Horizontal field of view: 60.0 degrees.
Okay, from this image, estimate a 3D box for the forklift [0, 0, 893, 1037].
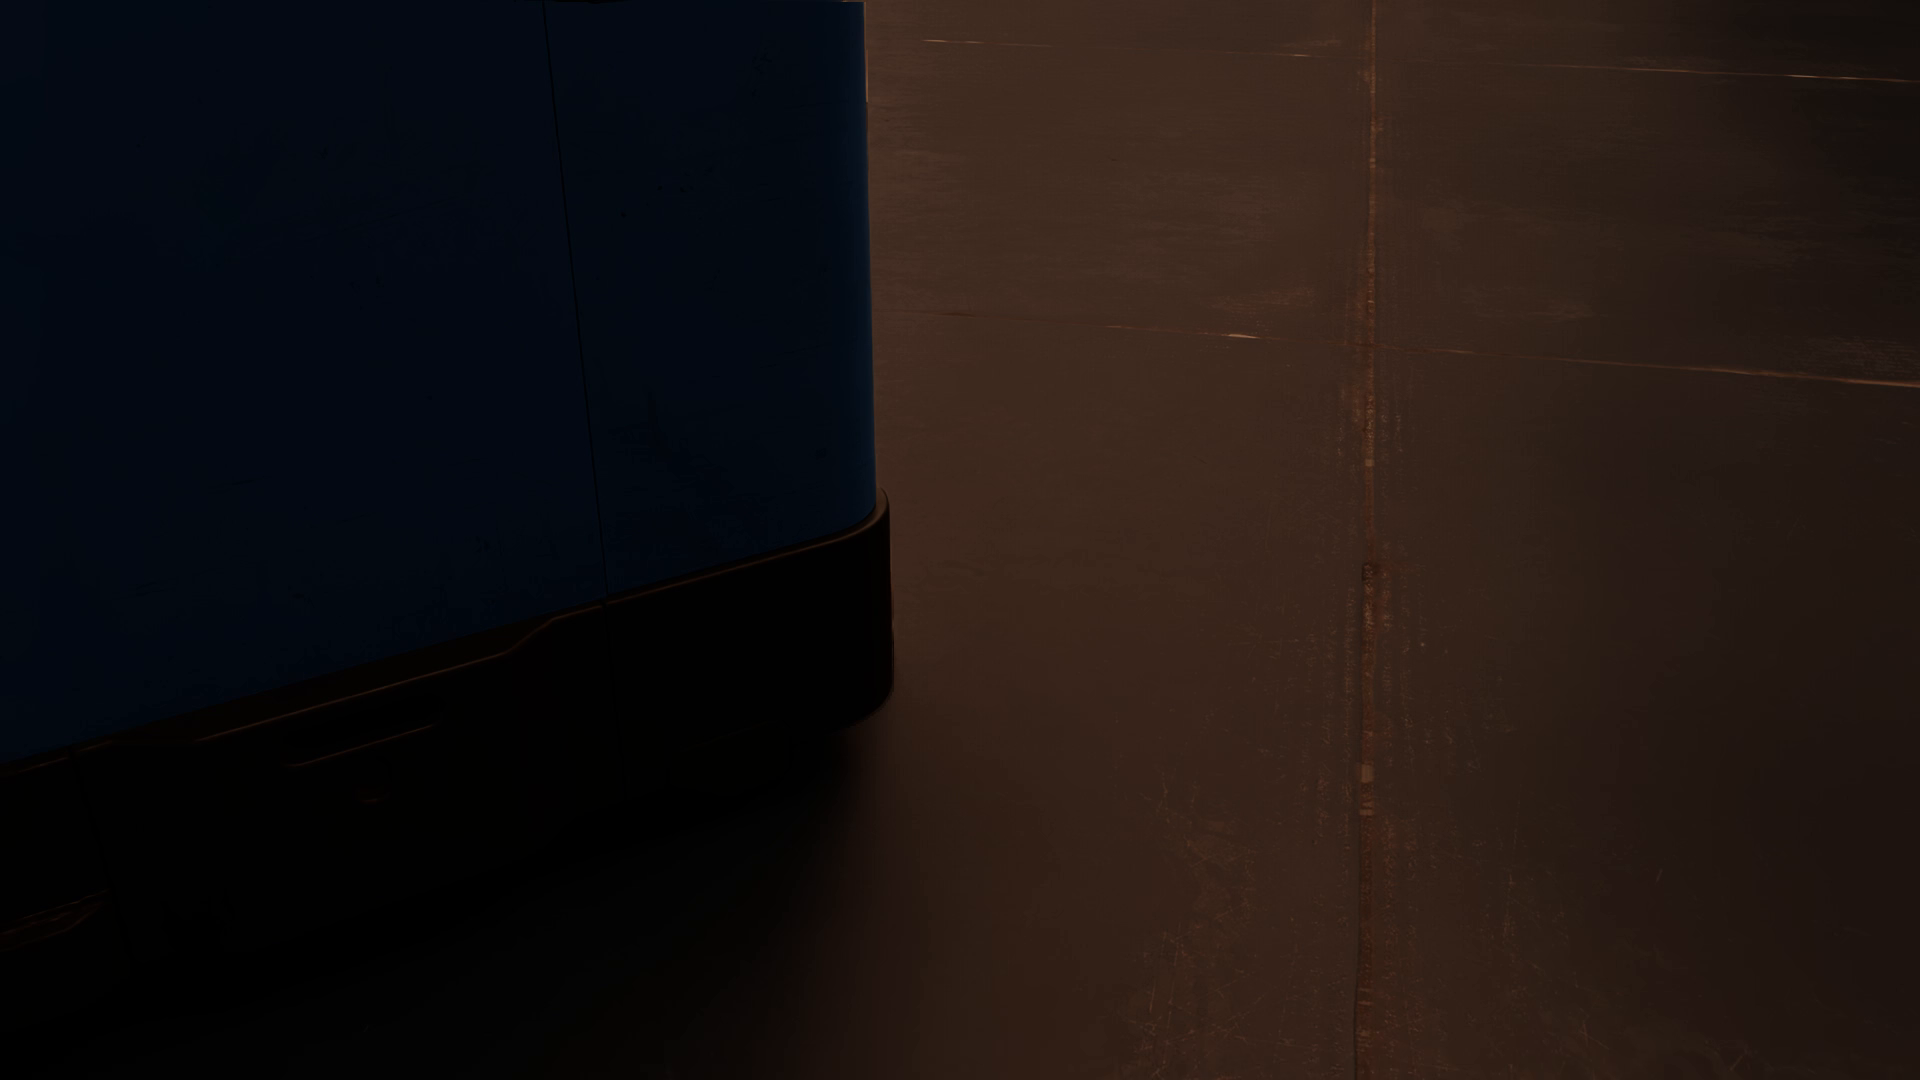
[{"bbox_3d":[-1.598,-0.886,1.003,3.031,2.935,1.130,-16,31,-29],"label":"forklift"}]
